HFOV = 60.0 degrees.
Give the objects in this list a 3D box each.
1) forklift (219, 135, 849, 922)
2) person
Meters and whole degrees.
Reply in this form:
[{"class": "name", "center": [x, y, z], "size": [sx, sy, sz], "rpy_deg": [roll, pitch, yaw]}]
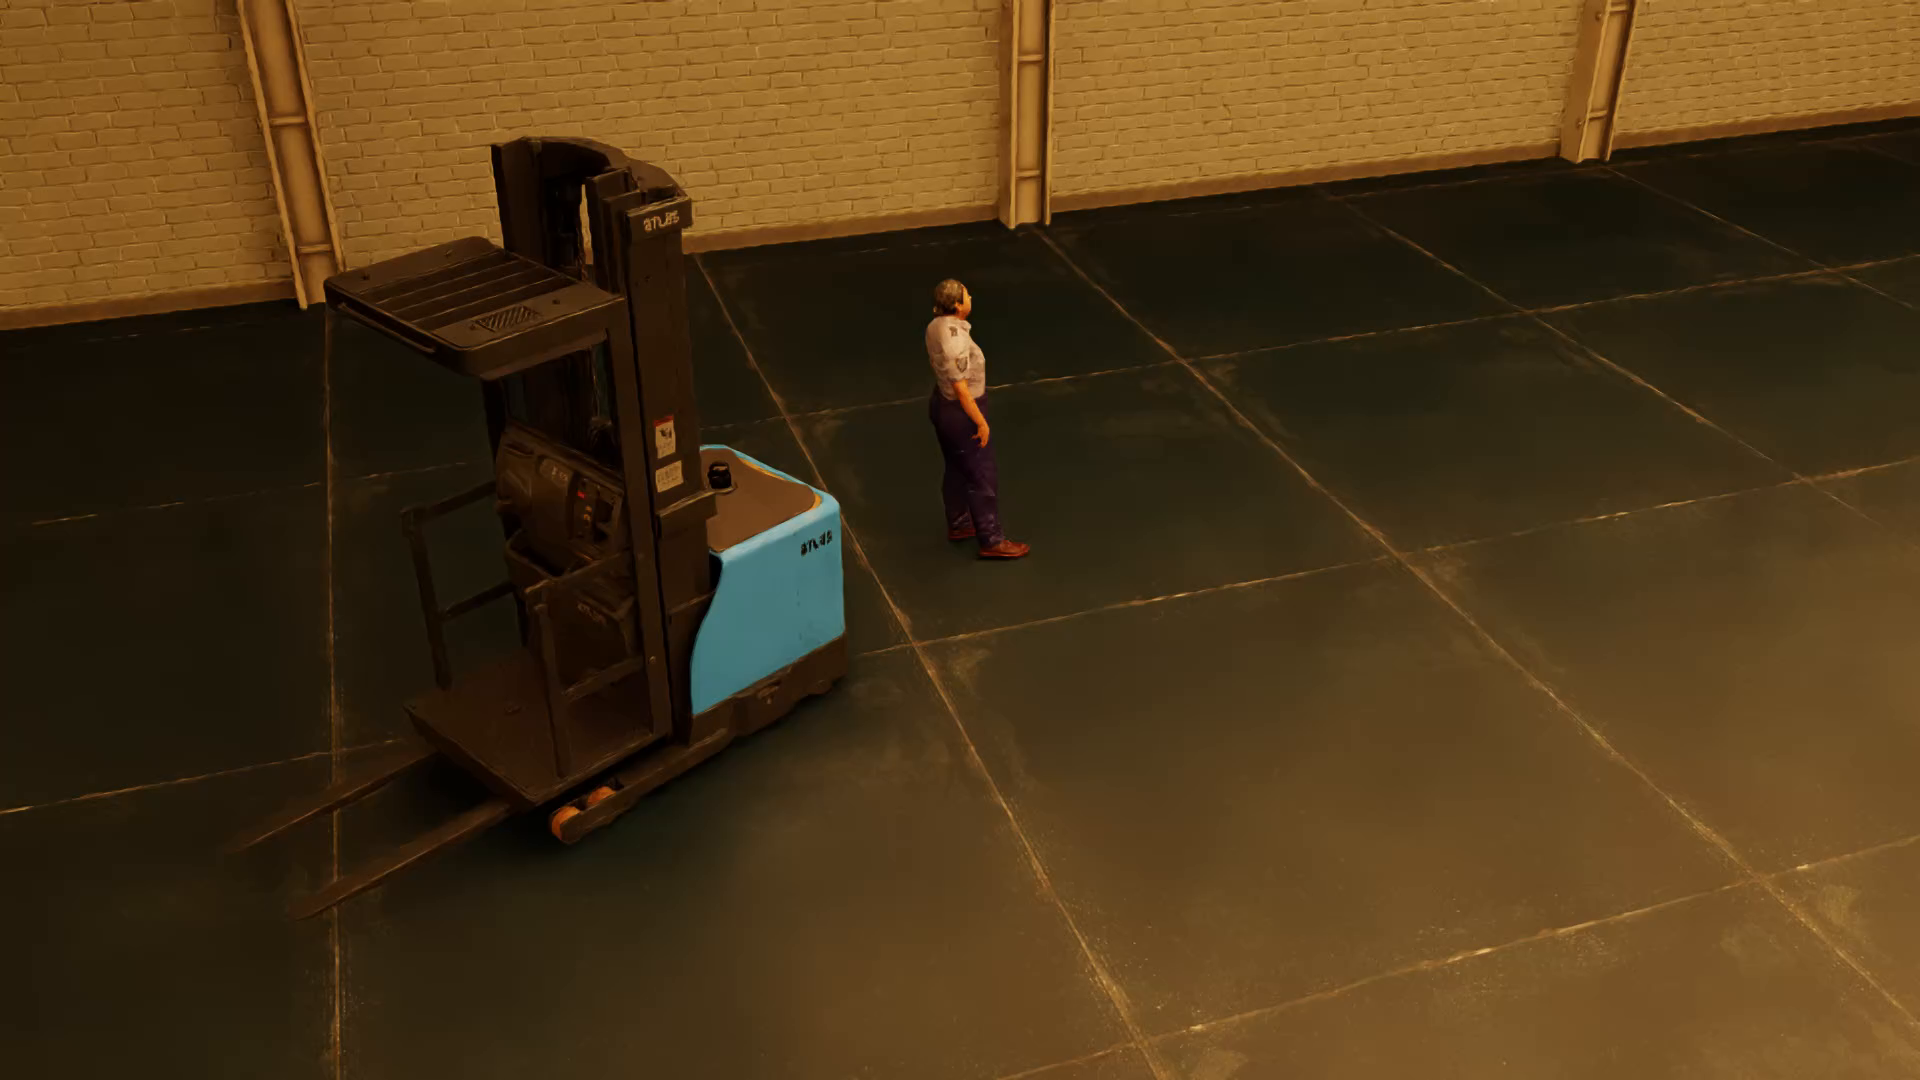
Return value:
[{"class": "forklift", "center": [-1.955, -0.171, 7.384], "size": [1.130, 2.935, 3.031], "rpy_deg": [25, 38, 36]}, {"class": "person", "center": [0.092, -0.724, 9.618], "size": [0.502, 1.650, 0.599], "rpy_deg": [-10, 31, -16]}]
